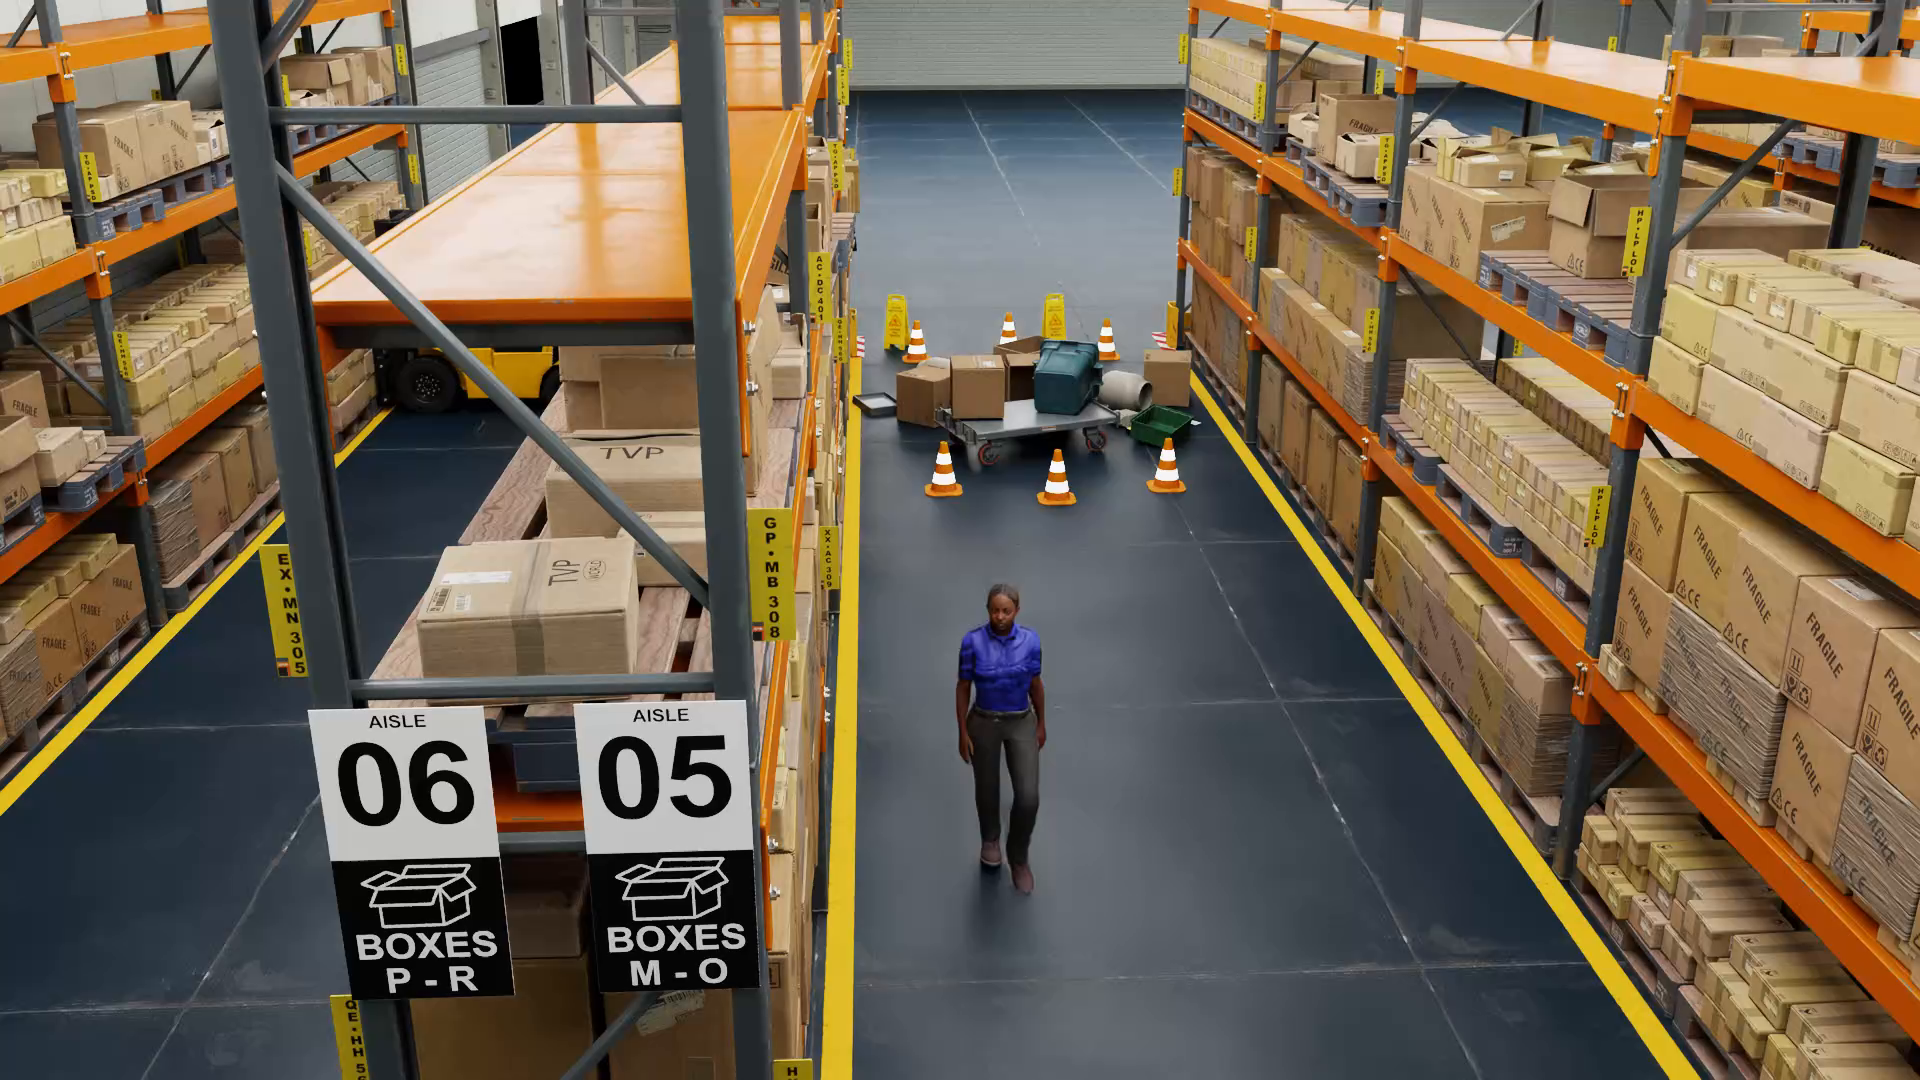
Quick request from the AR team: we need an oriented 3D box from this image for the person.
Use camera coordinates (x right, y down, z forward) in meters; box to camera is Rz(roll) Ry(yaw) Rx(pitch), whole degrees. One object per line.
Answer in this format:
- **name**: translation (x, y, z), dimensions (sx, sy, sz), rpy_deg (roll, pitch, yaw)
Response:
- **person**: translation (0.220, 1.045, 8.830), dimensions (0.484, 1.721, 0.512), rpy_deg (0, 21, 1)
